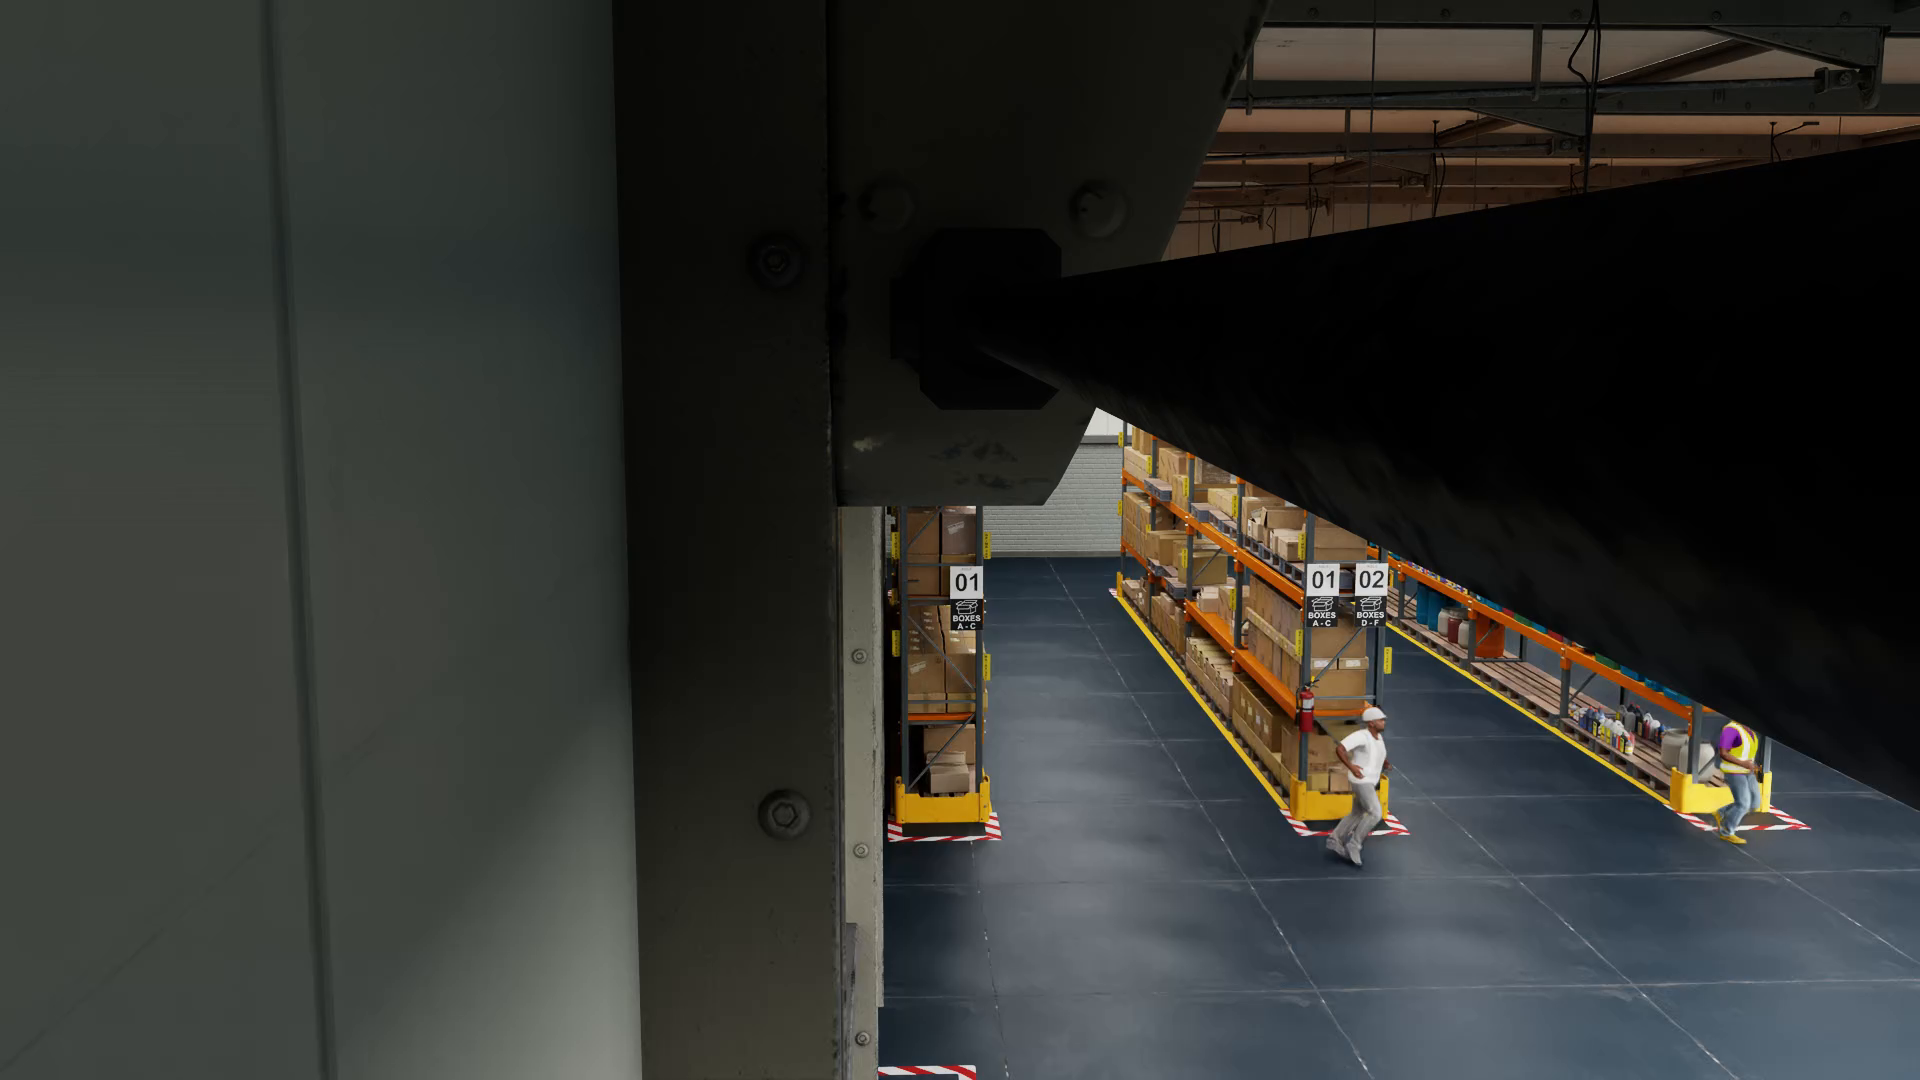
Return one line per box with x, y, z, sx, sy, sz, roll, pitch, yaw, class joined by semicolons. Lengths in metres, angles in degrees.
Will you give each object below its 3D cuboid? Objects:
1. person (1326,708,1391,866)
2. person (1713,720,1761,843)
4.629;2.808;19.182;0.661;1.773;0.743;5;10;32;person
9.204;2.722;19.639;0.707;1.722;0.580;-8;11;-44;person
